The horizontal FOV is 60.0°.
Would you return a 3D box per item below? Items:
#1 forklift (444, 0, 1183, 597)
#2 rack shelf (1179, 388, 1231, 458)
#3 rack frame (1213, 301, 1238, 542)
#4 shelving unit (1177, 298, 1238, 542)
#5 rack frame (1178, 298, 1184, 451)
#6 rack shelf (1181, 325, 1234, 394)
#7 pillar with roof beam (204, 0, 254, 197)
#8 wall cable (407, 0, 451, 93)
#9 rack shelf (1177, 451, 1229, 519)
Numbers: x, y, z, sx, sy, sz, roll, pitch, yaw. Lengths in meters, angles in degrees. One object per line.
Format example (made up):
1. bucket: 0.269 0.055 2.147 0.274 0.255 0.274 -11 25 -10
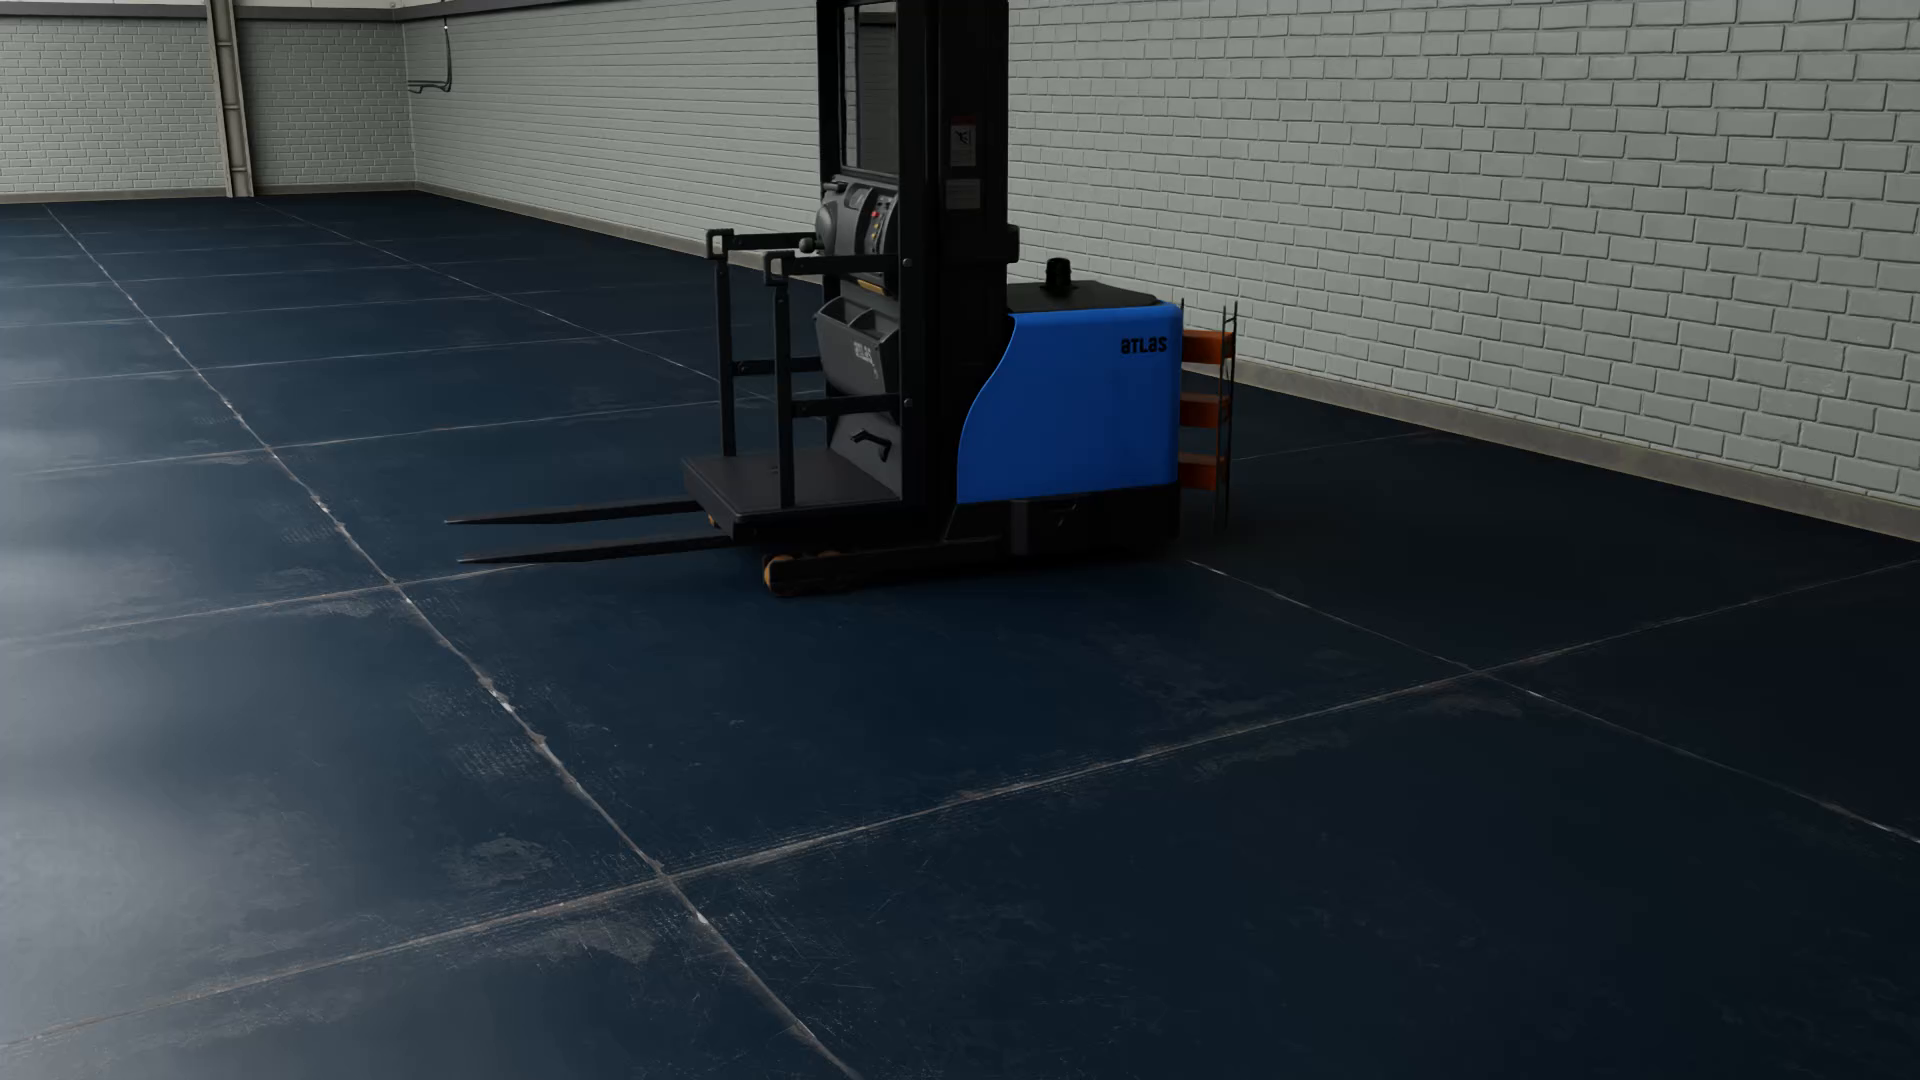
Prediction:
1. forklift: -0.613 -1.344 6.804 3.031 2.935 1.130 -6 17 -20
2. rack shelf: 1.062 -0.523 7.400 0.240 0.259 0.215 7 17 24
3. rack frame: 1.173 -0.519 7.348 0.008 1.050 0.200 7 17 24
4. shelving unit: 1.062 -0.533 7.397 0.252 1.050 0.215 7 17 24
5. rack frame: 0.951 -0.547 7.446 0.008 1.050 0.200 7 17 24
6. rack shelf: 1.062 -0.796 7.323 0.240 0.259 0.215 7 17 24
7. pillar with roof beam: -10.047 -9.197 23.577 0.400 9.000 9.100 -9 18 -30
8. wall cable: -9.058 -8.801 27.919 0.112 2.526 3.097 -9 18 -30
9. rack shelf: 1.062 -0.255 7.475 0.240 0.259 0.215 7 17 24
